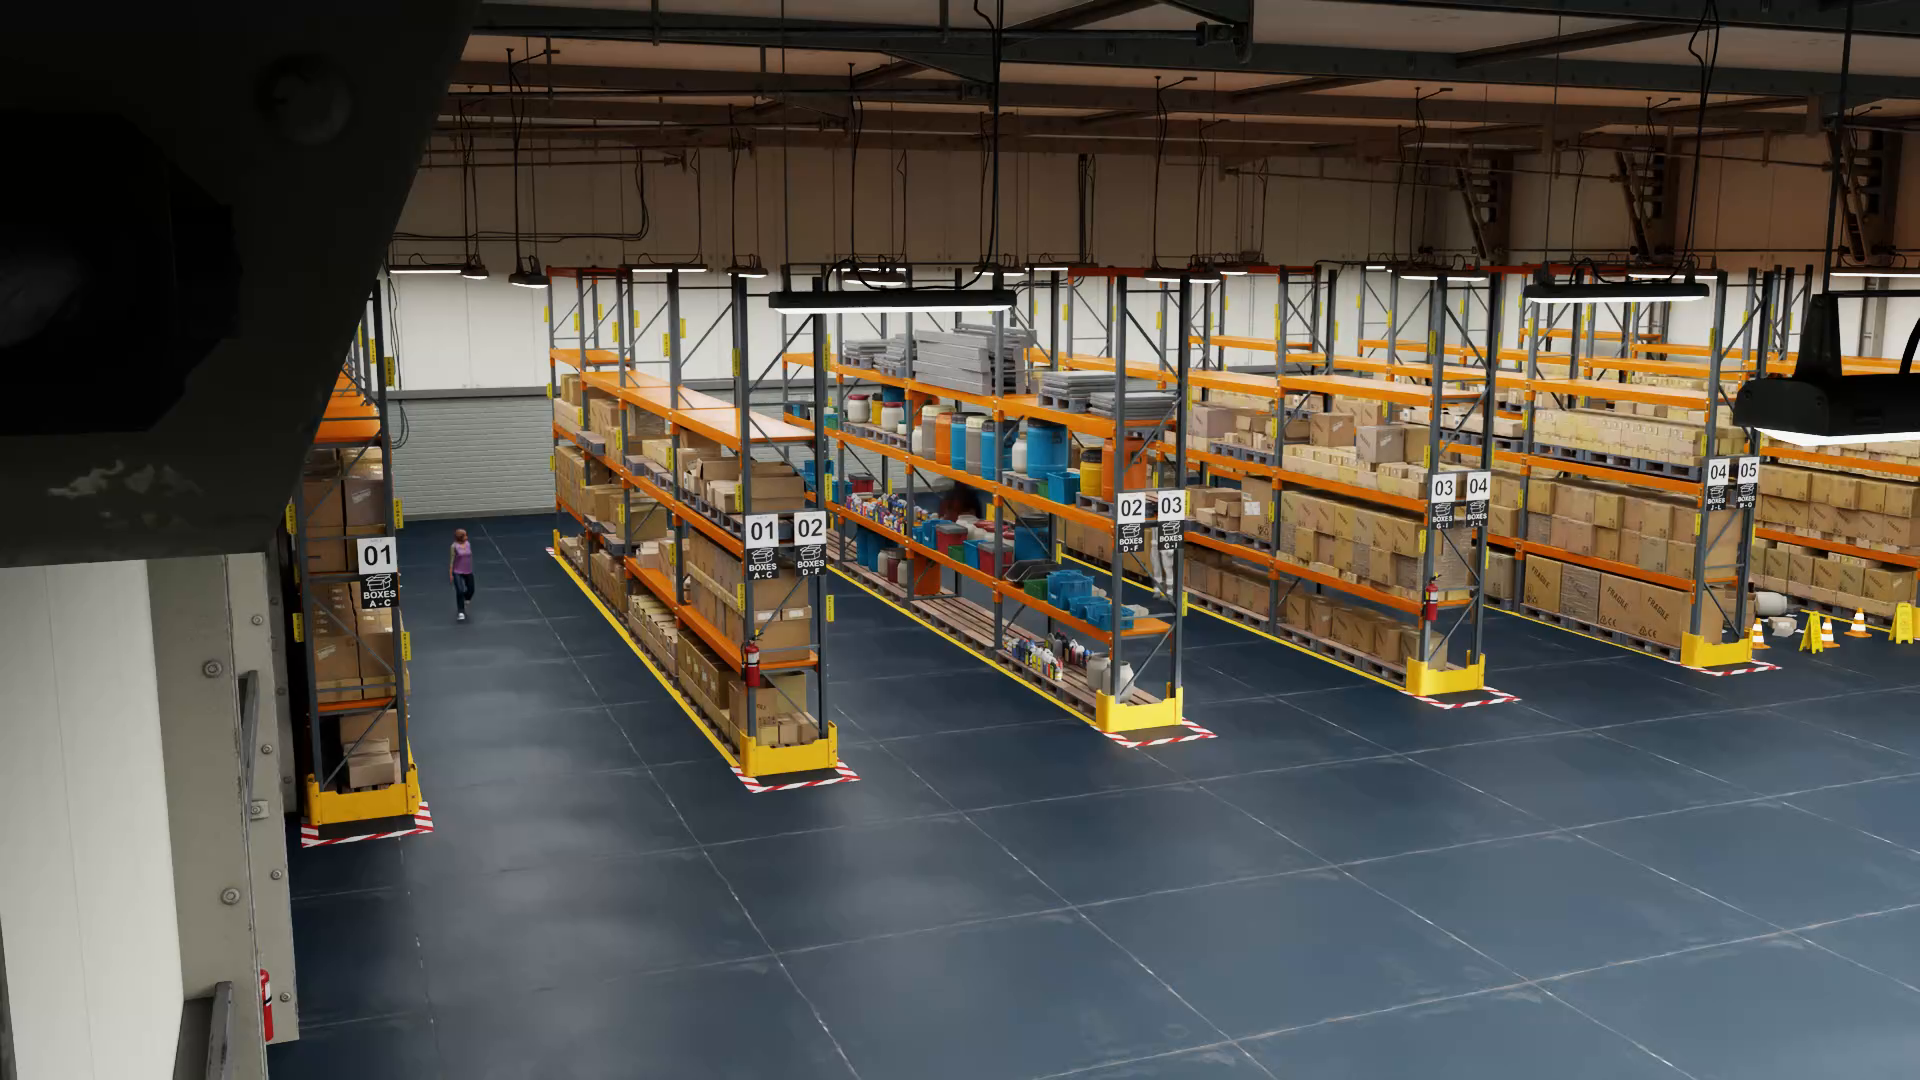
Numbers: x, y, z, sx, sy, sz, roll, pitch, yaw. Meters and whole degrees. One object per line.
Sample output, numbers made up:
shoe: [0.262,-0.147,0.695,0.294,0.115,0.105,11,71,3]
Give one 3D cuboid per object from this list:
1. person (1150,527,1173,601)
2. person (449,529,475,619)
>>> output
person: [3.509,0.132,29.010,0.438,1.794,0.538,-10,14,-44]
person: [-8.683,0.560,28.859,0.436,1.568,0.637,-5,11,-28]
